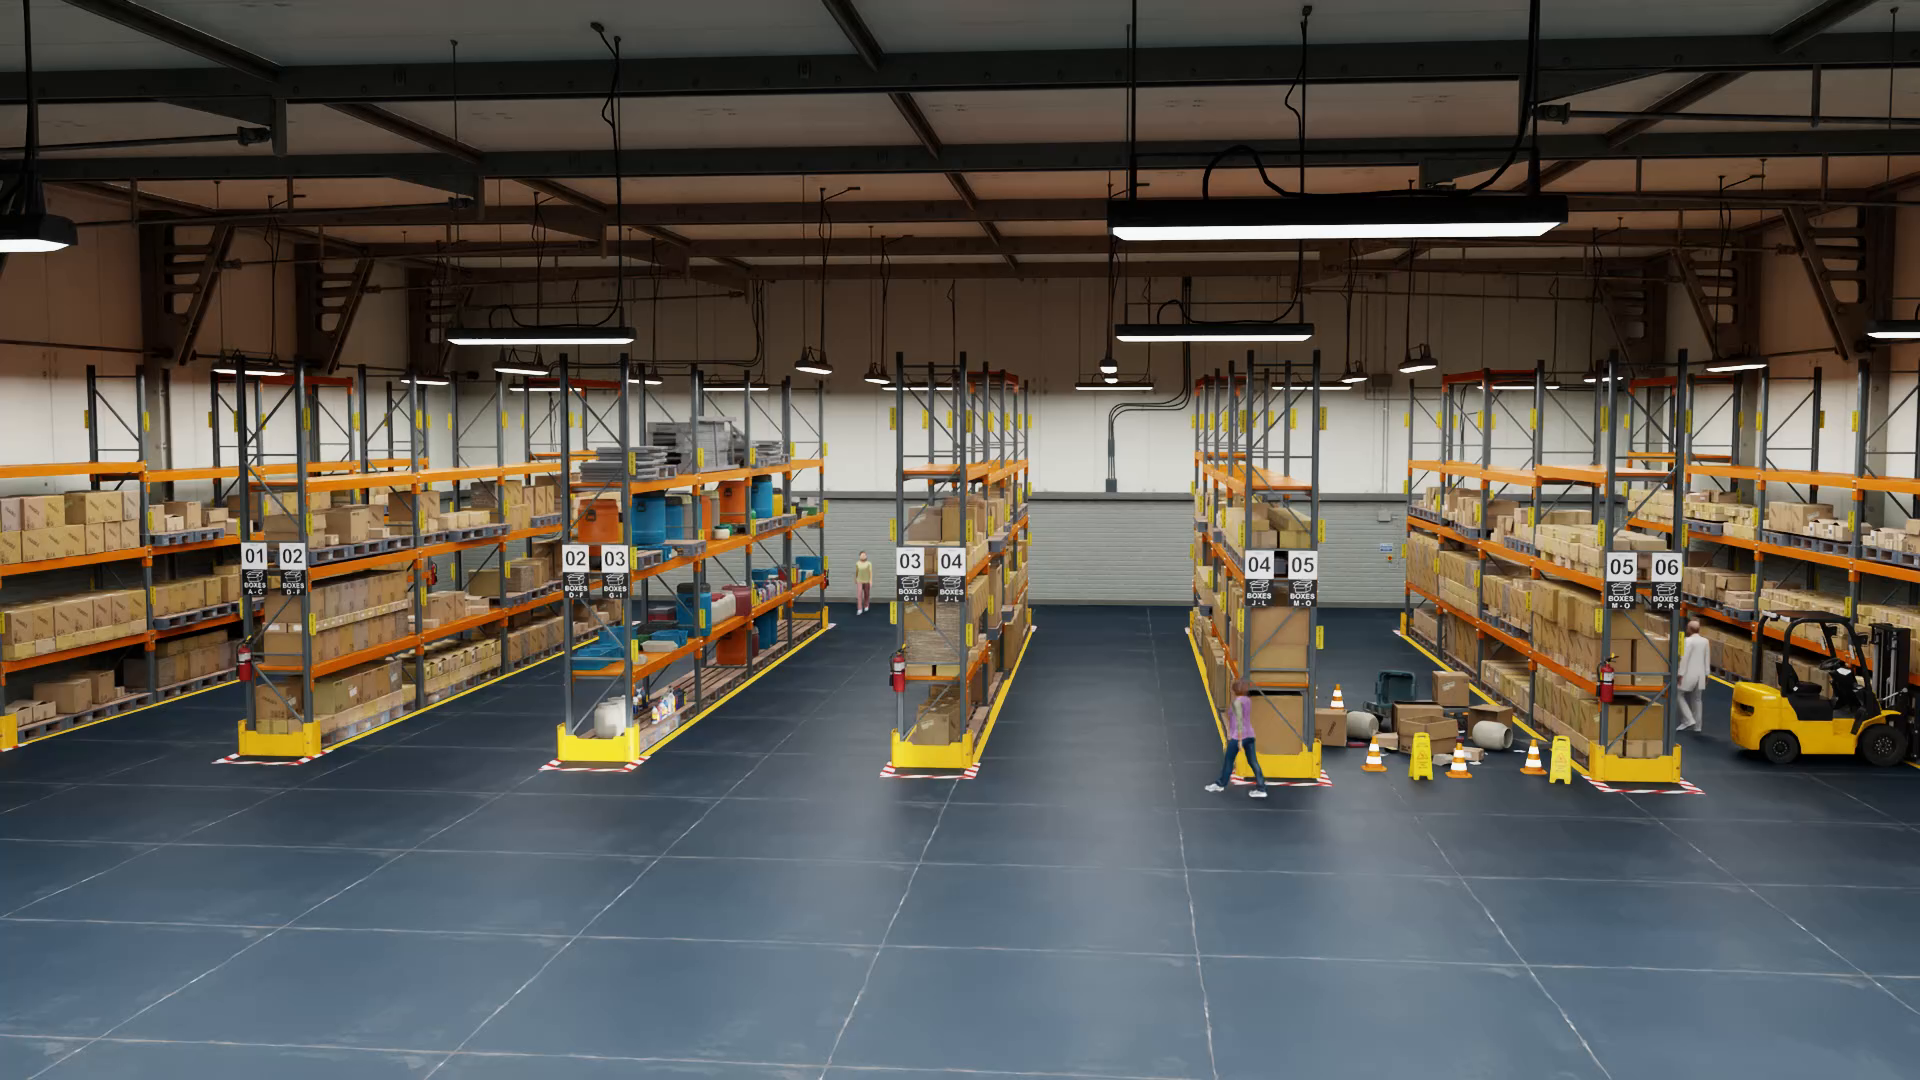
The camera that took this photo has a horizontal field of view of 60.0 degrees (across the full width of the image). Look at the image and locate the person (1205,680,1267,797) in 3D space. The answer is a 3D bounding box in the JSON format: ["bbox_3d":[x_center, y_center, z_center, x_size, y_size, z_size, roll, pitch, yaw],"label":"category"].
[{"bbox_3d":[3.737,2.628,22.232,0.903,1.540,0.439,4,6,45],"label":"person"}]

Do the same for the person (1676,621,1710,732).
[{"bbox_3d":[11.863,2.212,26.924,0.632,1.808,0.468,-1,4,-20],"label":"person"}]

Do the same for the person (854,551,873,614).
[{"bbox_3d":[-2.516,1.096,43.367,0.485,1.601,1.072,0,4,-3],"label":"person"}]

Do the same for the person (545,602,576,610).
[{"bbox_3d":[-10.407,1.009,43.765,1.120,1.712,0.504,1,4,10],"label":"person"}]
